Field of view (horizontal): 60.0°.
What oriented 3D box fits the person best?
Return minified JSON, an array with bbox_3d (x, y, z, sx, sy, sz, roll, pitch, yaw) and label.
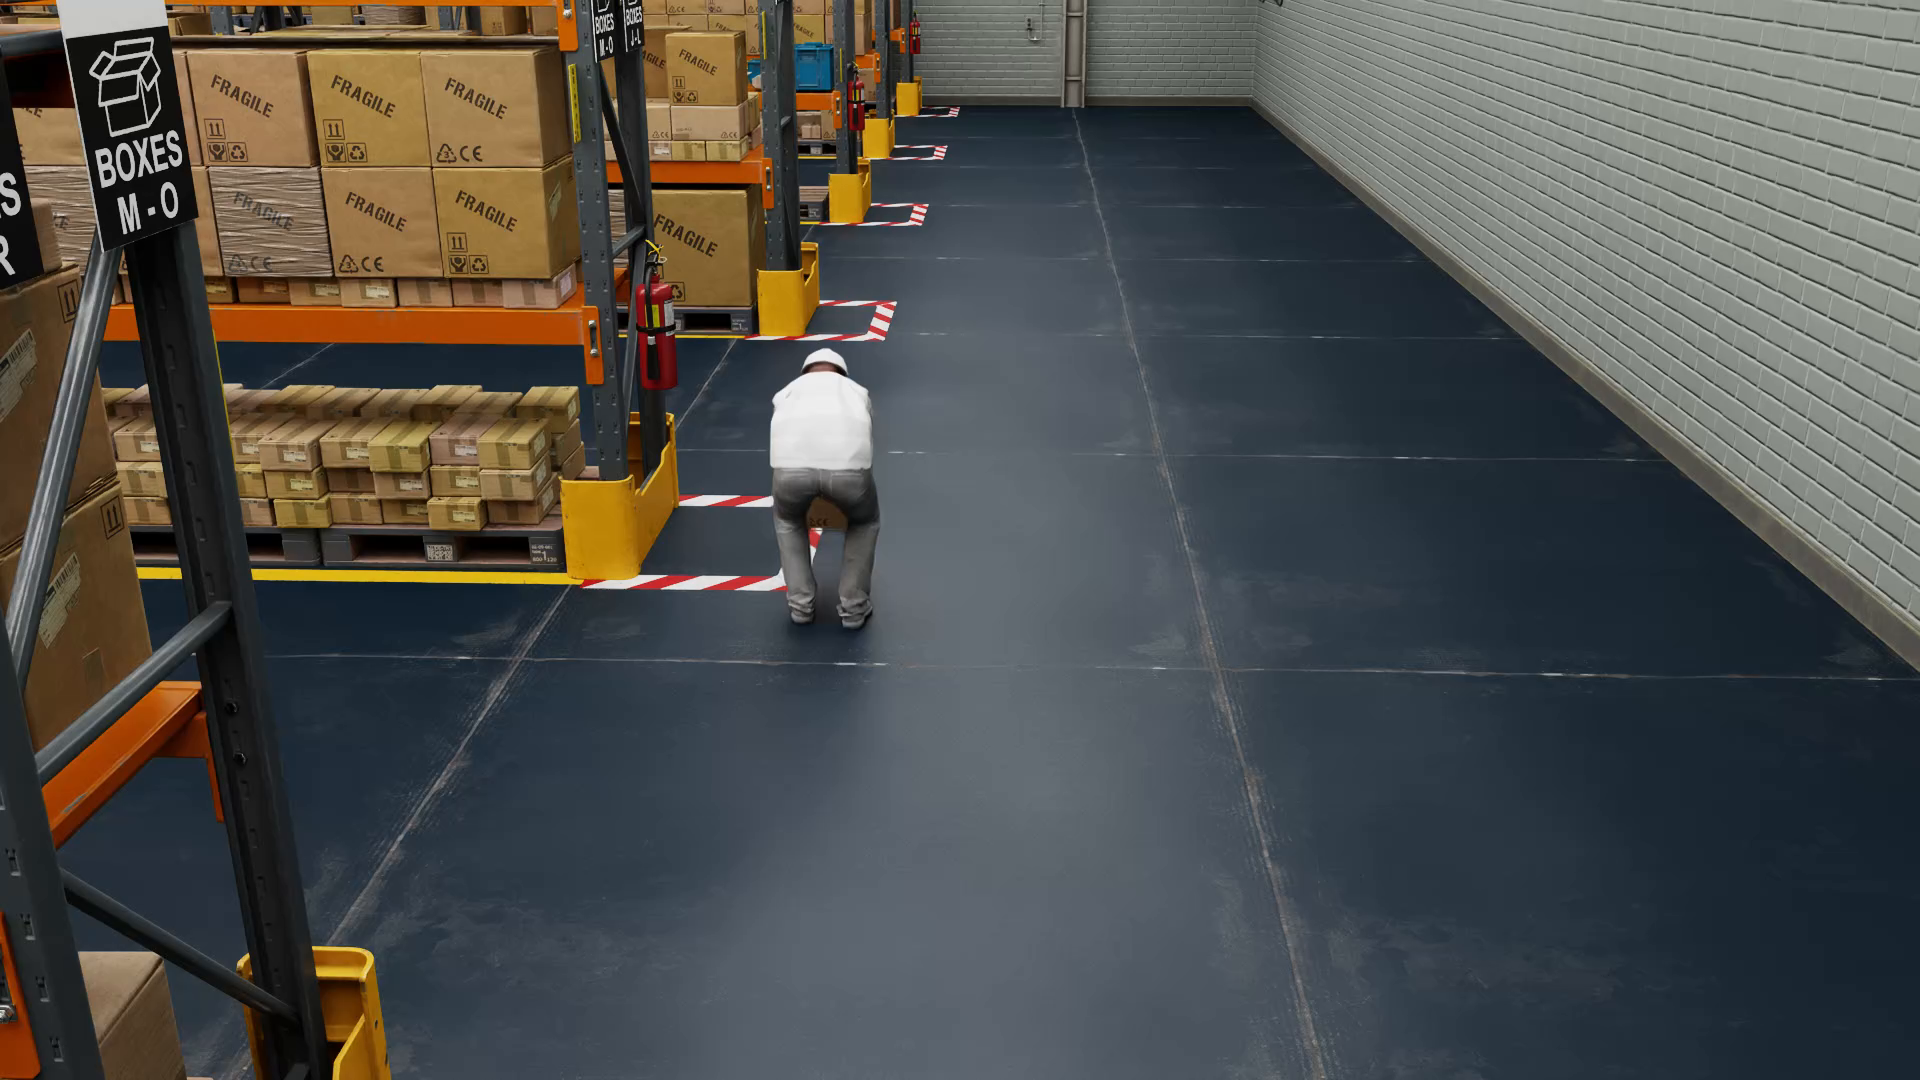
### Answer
[{"bbox_3d":[-0.610,-0.235,7.605,0.490,1.113,0.993,0,21,-1],"label":"person"}]
